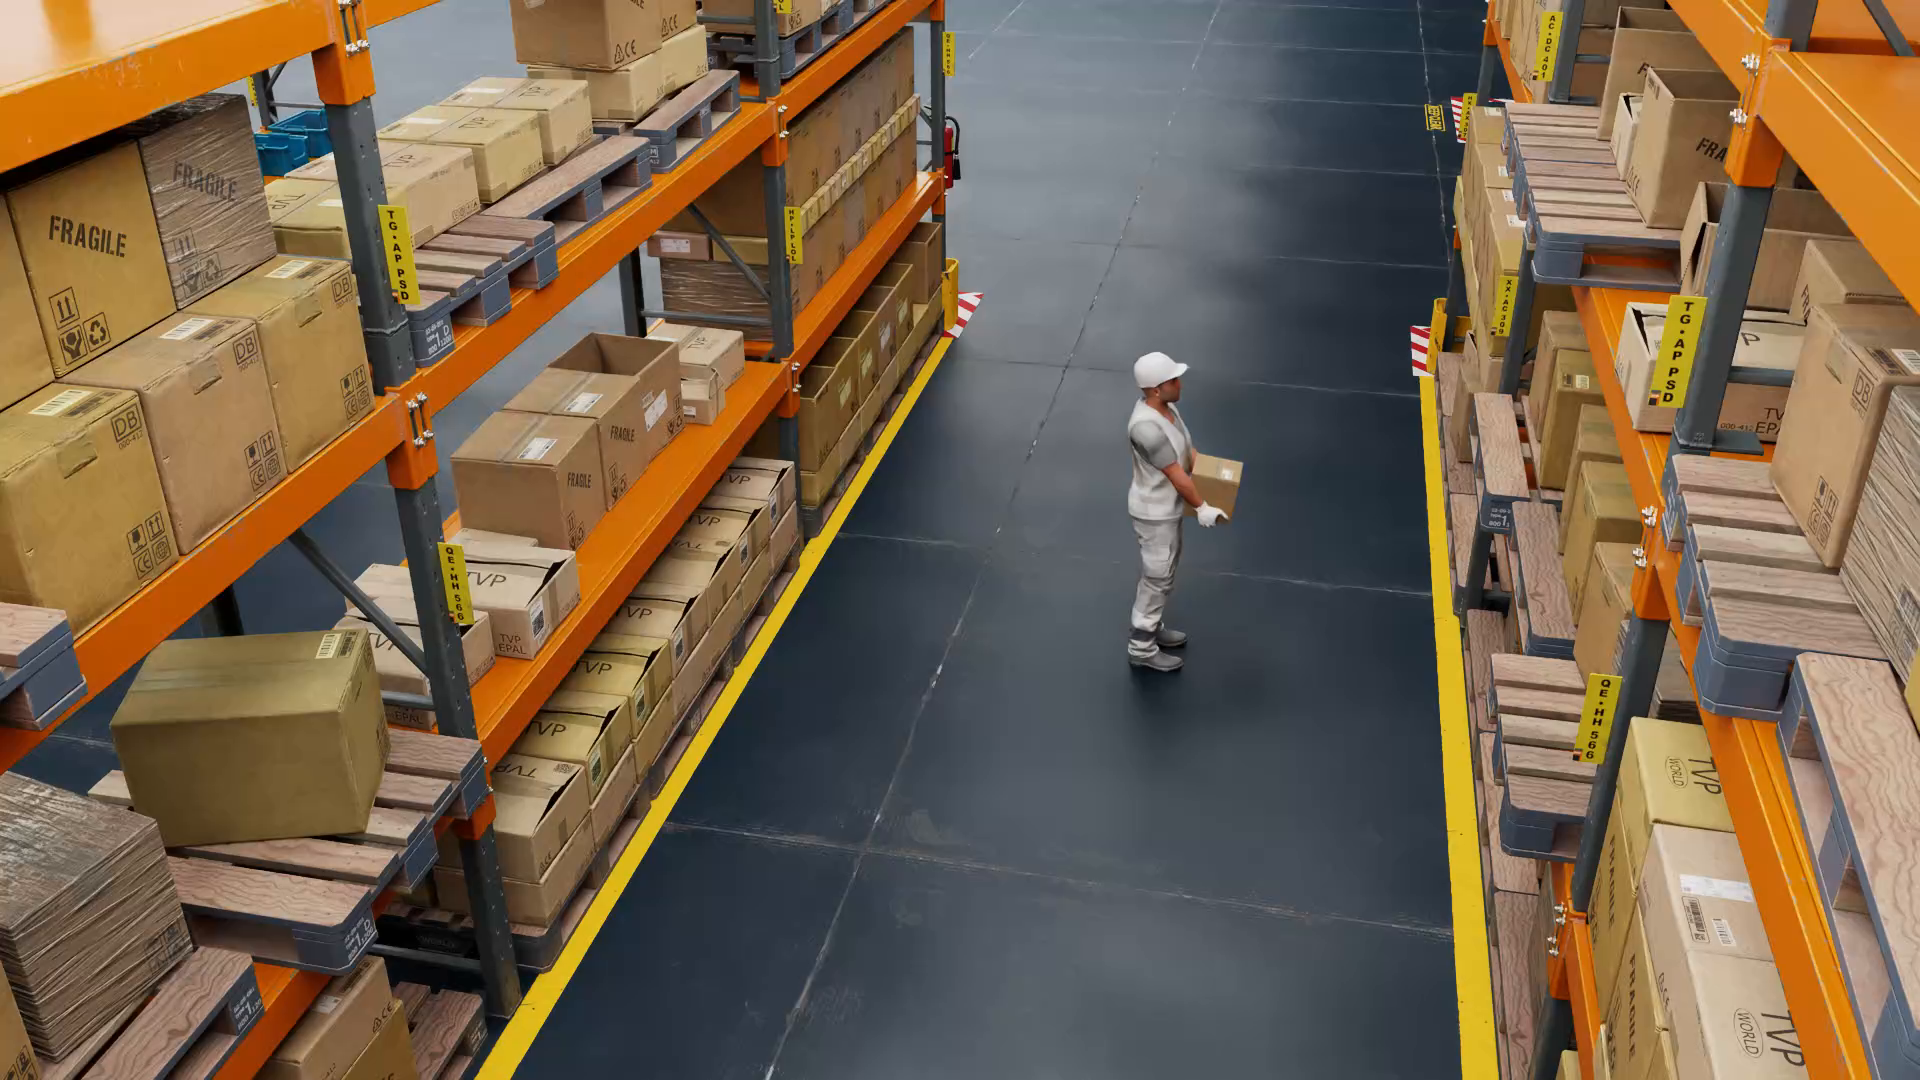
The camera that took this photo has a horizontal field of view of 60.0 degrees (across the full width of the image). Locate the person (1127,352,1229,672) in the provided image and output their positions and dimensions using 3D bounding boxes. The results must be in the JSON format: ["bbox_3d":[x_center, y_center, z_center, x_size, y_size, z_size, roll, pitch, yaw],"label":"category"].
[{"bbox_3d":[1.163,-0.150,8.879,0.560,1.782,0.494,6,29,12],"label":"person"}]
